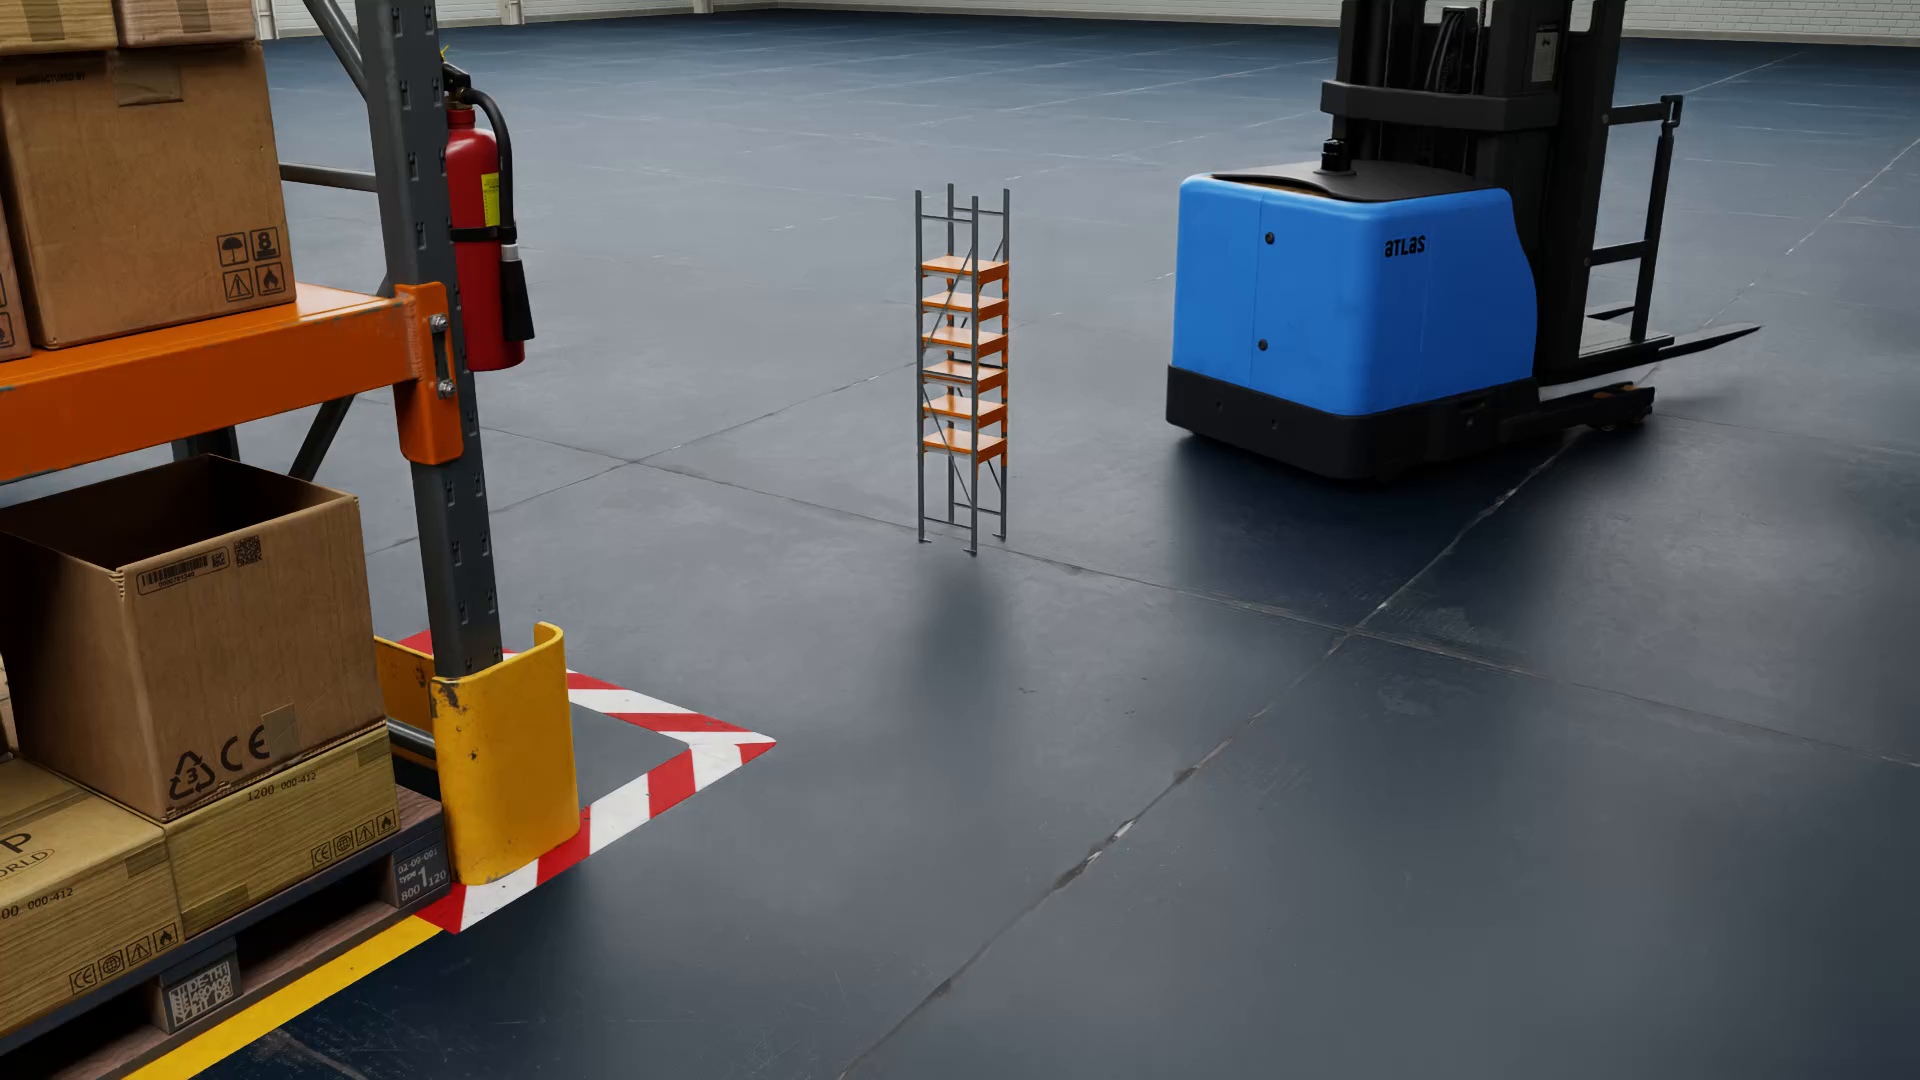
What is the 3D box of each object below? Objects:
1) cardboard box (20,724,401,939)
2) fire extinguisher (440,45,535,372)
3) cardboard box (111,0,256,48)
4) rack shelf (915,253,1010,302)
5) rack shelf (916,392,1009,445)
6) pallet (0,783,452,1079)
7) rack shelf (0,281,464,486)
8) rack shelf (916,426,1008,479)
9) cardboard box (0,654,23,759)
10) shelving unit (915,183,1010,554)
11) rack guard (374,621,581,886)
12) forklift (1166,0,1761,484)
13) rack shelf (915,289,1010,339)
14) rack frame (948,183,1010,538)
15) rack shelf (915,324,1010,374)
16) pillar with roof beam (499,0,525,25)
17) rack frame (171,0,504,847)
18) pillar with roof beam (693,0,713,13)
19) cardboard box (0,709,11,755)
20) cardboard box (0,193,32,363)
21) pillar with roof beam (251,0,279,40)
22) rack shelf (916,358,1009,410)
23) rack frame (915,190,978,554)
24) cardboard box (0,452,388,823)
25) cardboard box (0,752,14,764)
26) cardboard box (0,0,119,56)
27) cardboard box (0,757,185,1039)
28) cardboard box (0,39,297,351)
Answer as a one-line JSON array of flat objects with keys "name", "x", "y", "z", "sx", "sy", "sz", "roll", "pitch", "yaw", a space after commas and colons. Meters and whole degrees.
[{"name": "cardboard box", "x": -1.521, "y": 0.517, "z": 3.401, "sx": 0.500, "sy": 0.250, "sz": 0.500, "roll": 13, "pitch": 24, "yaw": 32}, {"name": "fire extinguisher", "x": -1.013, "y": -0.694, "z": 3.429, "sx": 0.296, "sy": 0.674, "sz": 0.183, "roll": 13, "pitch": 24, "yaw": 32}, {"name": "cardboard box", "x": -1.521, "y": -0.991, "z": 3.042, "sx": 0.380, "sy": 0.149, "sz": 0.250, "roll": 13, "pitch": 24, "yaw": 31}, {"name": "rack shelf", "x": 0.008, "y": -0.863, "z": 5.459, "sx": 0.258, "sy": 0.103, "sz": 0.180, "roll": 13, "pitch": 24, "yaw": 32}, {"name": "rack shelf", "x": 0.008, "y": -0.413, "z": 5.625, "sx": 0.258, "sy": 0.103, "sz": 0.180, "roll": 13, "pitch": 24, "yaw": 32}, {"name": "pallet", "x": -1.859, "y": 0.748, "z": 3.437, "sx": 1.003, "sy": 0.211, "sz": 1.213, "roll": 13, "pitch": 24, "yaw": 32}, {"name": "rack shelf", "x": -2.588, "y": 0.124, "z": 2.142, "sx": 1.077, "sy": 0.370, "sz": 4.000, "roll": 13, "pitch": 24, "yaw": 32}, {"name": "rack shelf", "x": 0.008, "y": -0.300, "z": 5.667, "sx": 0.258, "sy": 0.103, "sz": 0.180, "roll": 13, "pitch": 24, "yaw": 32}, {"name": "cardboard box", "x": -1.949, "y": 0.416, "z": 3.674, "sx": 0.500, "sy": 0.250, "sz": 0.500, "roll": 13, "pitch": 24, "yaw": 32}, {"name": "shelving unit", "x": 0.008, "y": -0.567, "z": 5.568, "sx": 0.258, "sy": 1.200, "sz": 0.189, "roll": 13, "pitch": 24, "yaw": 32}, {"name": "rack guard", "x": -1.450, "y": 0.379, "z": 4.021, "sx": 1.175, "sy": 0.500, "sz": 0.348, "roll": 13, "pitch": 24, "yaw": 32}, {"name": "forklift", "x": 2.352, "y": -1.967, "z": 6.857, "sx": 3.031, "sy": 2.935, "sz": 1.130, "roll": -14, "pitch": 24, "yaw": -33}, {"name": "rack shelf", "x": 0.008, "y": -0.750, "z": 5.500, "sx": 0.258, "sy": 0.103, "sz": 0.180, "roll": 13, "pitch": 24, "yaw": 32}, {"name": "rack frame", "x": 0.060, "y": -0.593, "z": 5.639, "sx": 0.240, "sy": 1.200, "sz": 0.006, "roll": 13, "pitch": 24, "yaw": 32}, {"name": "rack shelf", "x": 0.008, "y": -0.638, "z": 5.542, "sx": 0.258, "sy": 0.103, "sz": 0.180, "roll": 13, "pitch": 24, "yaw": 32}, {"name": "pillar with roof beam", "x": -6.043, "y": -14.456, "z": 31.874, "sx": 9.100, "sy": 9.000, "sz": 0.400, "roll": 13, "pitch": 24, "yaw": 32}, {"name": "rack frame", "x": -1.464, "y": -0.787, "z": 3.569, "sx": 1.000, "sy": 3.000, "sz": 0.127, "roll": 13, "pitch": 24, "yaw": 32}, {"name": "pillar with roof beam", "x": -2.670, "y": -16.177, "z": 36.528, "sx": 9.100, "sy": 9.000, "sz": 0.400, "roll": 13, "pitch": 24, "yaw": 32}, {"name": "cardboard box", "x": -2.228, "y": 0.208, "z": 3.155, "sx": 0.500, "sy": 0.500, "sz": 0.500, "roll": 13, "pitch": 24, "yaw": 32}, {"name": "cardboard box", "x": -2.028, "y": -0.551, "z": 2.786, "sx": 0.700, "sy": 0.500, "sz": 0.500, "roll": 14, "pitch": 24, "yaw": 33}, {"name": "pillar with roof beam", "x": -9.415, "y": -12.734, "z": 27.220, "sx": 9.100, "sy": 9.000, "sz": 0.400, "roll": 13, "pitch": 24, "yaw": 32}, {"name": "rack shelf", "x": 0.008, "y": -0.525, "z": 5.583, "sx": 0.258, "sy": 0.103, "sz": 0.180, "roll": 13, "pitch": 24, "yaw": 32}, {"name": "rack frame", "x": -0.043, "y": -0.541, "z": 5.497, "sx": 0.240, "sy": 1.200, "sz": 0.006, "roll": 13, "pitch": 24, "yaw": 32}, {"name": "cardboard box", "x": -1.519, "y": 0.166, "z": 3.270, "sx": 0.500, "sy": 0.500, "sz": 0.500, "roll": 13, "pitch": 24, "yaw": 32}, {"name": "cardboard box", "x": -2.227, "y": 0.560, "z": 3.284, "sx": 0.500, "sy": 0.250, "sz": 0.500, "roll": 13, "pitch": 24, "yaw": 32}, {"name": "cardboard box", "x": -1.667, "y": -0.916, "z": 2.838, "sx": 0.380, "sy": 0.149, "sz": 0.250, "roll": 14, "pitch": 24, "yaw": 33}, {"name": "cardboard box", "x": -1.792, "y": 0.663, "z": 3.007, "sx": 0.500, "sy": 0.250, "sz": 0.500, "roll": 13, "pitch": 24, "yaw": 32}, {"name": "cardboard box", "x": -1.737, "y": -0.702, "z": 3.196, "sx": 0.700, "sy": 0.500, "sz": 0.500, "roll": 13, "pitch": 24, "yaw": 32}]
